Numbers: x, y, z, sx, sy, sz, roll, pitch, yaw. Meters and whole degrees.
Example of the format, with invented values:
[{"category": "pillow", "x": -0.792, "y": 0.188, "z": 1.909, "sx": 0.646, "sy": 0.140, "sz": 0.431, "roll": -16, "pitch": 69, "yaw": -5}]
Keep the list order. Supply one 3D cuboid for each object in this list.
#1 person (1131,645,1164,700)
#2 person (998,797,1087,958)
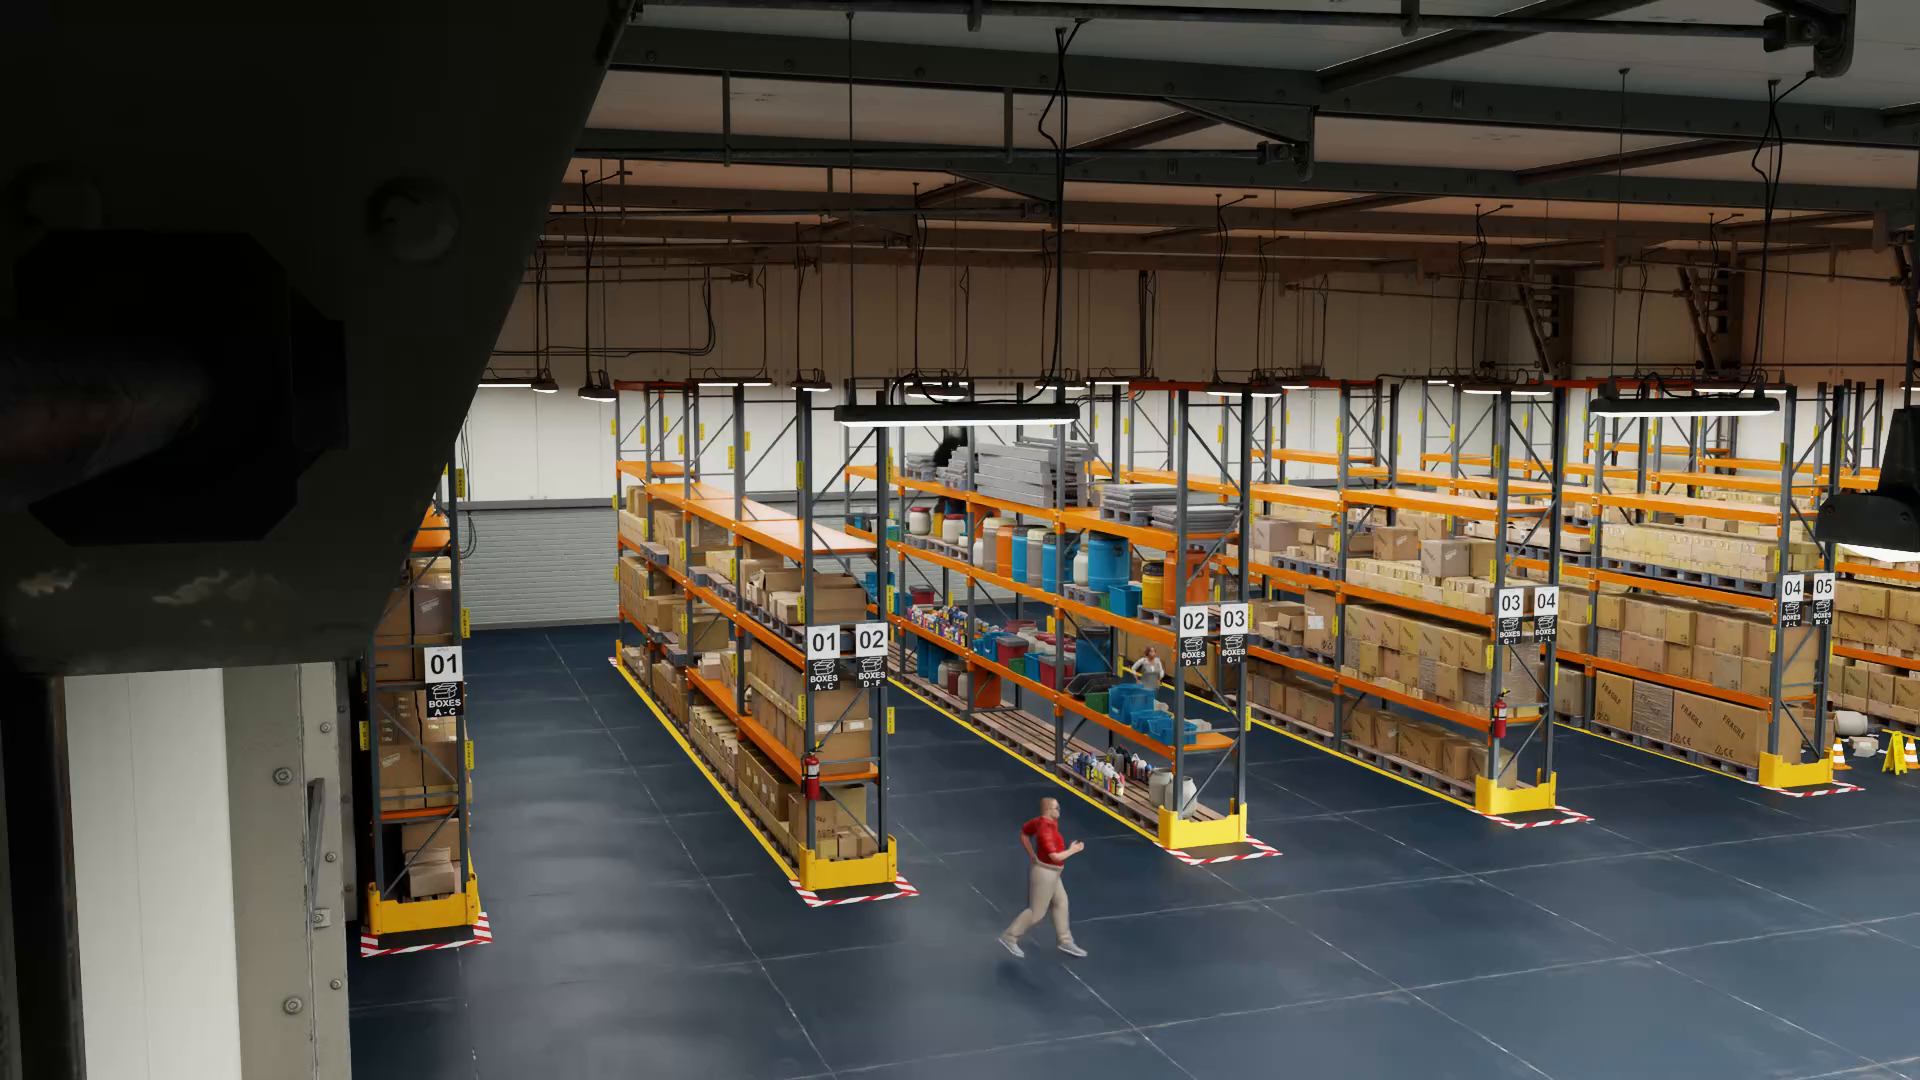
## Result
[{"category": "person", "x": 3.197, "y": 2.568, "z": 28.267, "sx": 0.497, "sy": 1.620, "sz": 1.005, "roll": -3, "pitch": 7, "yaw": -28}, {"category": "person", "x": 0.885, "y": 3.589, "z": 17.645, "sx": 0.959, "sy": 1.744, "sz": 0.649, "roll": 0, "pitch": 6, "yaw": -1}]
